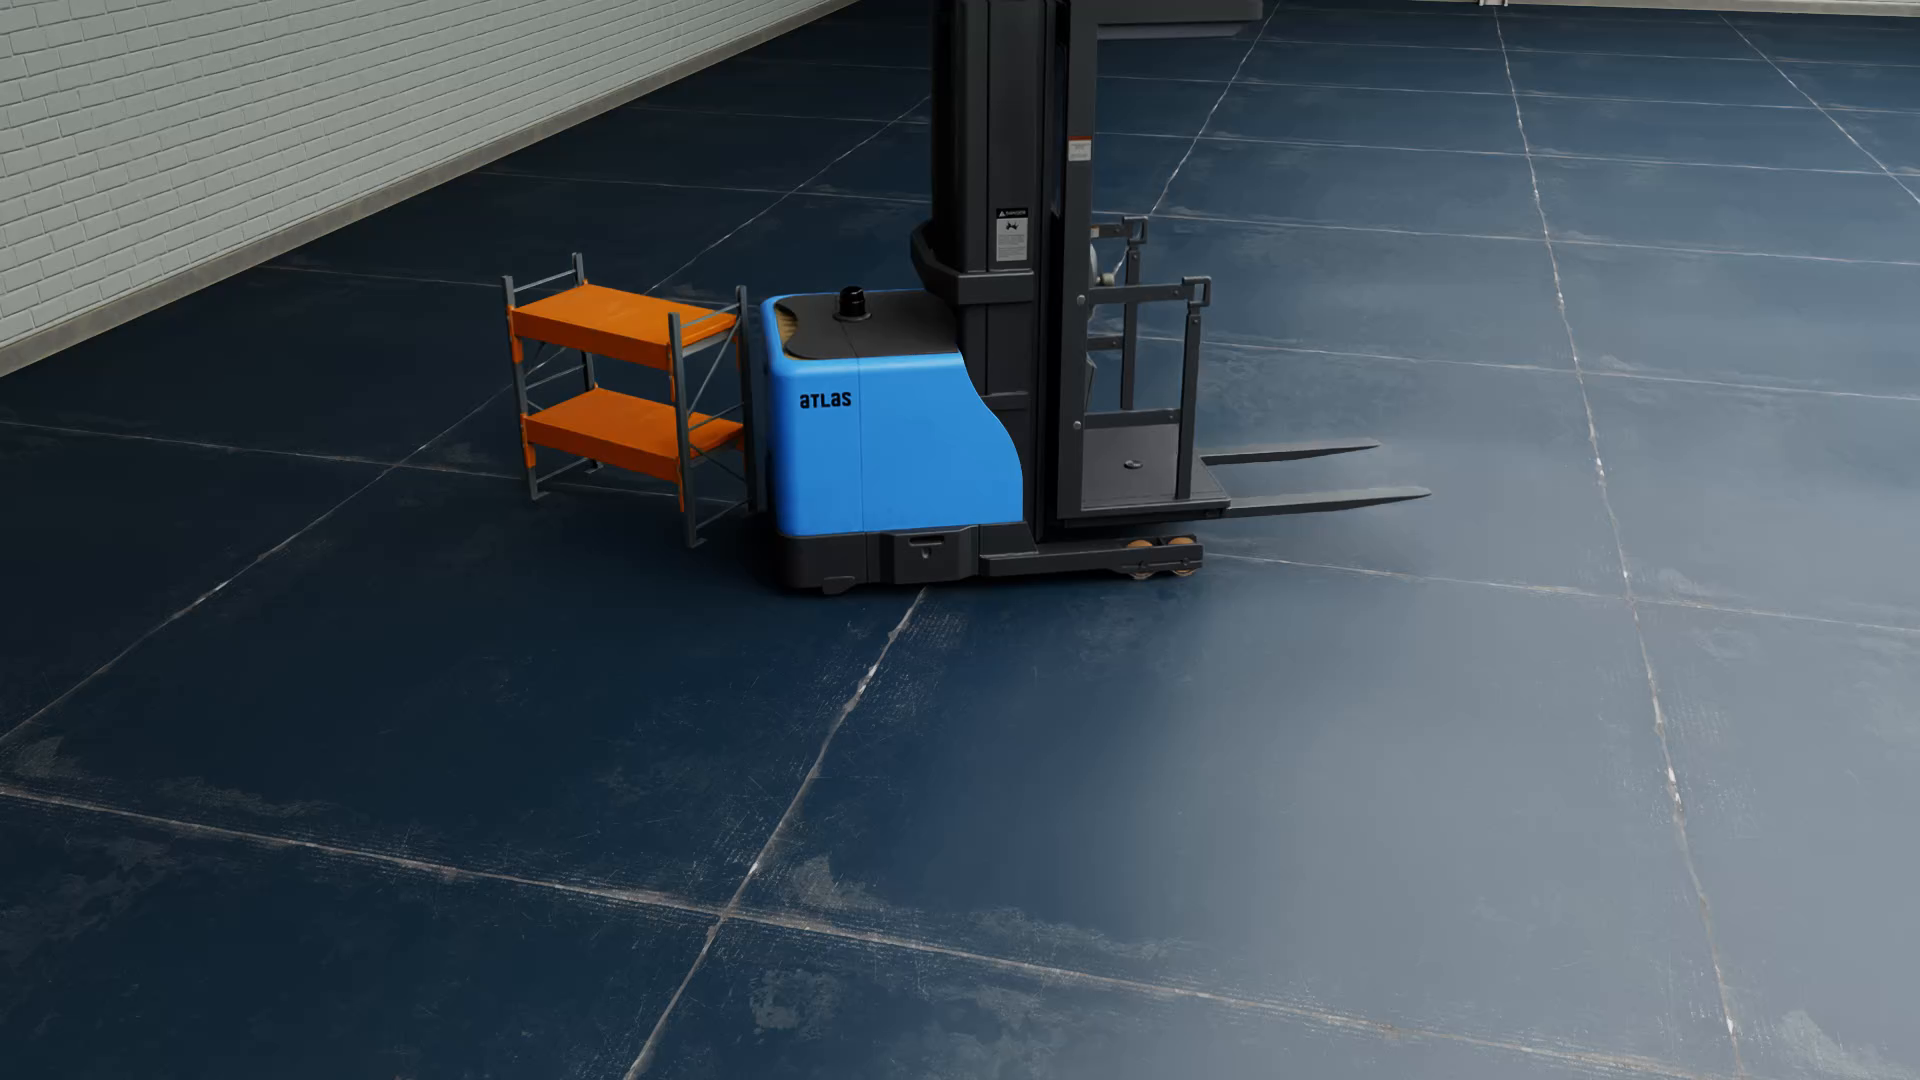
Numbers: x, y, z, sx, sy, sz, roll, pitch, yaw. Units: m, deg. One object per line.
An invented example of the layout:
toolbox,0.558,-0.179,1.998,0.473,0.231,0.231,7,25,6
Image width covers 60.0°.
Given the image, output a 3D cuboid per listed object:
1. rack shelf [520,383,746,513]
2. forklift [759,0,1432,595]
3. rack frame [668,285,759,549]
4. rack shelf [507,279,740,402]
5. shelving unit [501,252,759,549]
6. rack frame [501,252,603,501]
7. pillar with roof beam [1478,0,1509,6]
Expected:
rack shelf,-1.548,-0.456,7.969,1.000,0.278,0.538,15,29,29
forklift,0.635,-1.372,7.223,3.031,2.935,1.130,-4,26,-8
rack frame,-1.119,-0.560,7.618,0.032,1.125,0.500,15,29,29
rack shelf,-1.548,-0.942,7.738,1.000,0.278,0.538,15,29,29
shelving unit,-1.548,-0.677,7.864,1.048,1.125,0.538,15,29,29
rack frame,-1.977,-0.794,8.110,0.032,1.125,0.500,15,29,29
pillar with roof beam,6.617,-10.000,18.286,0.400,9.000,9.100,6,26,13
